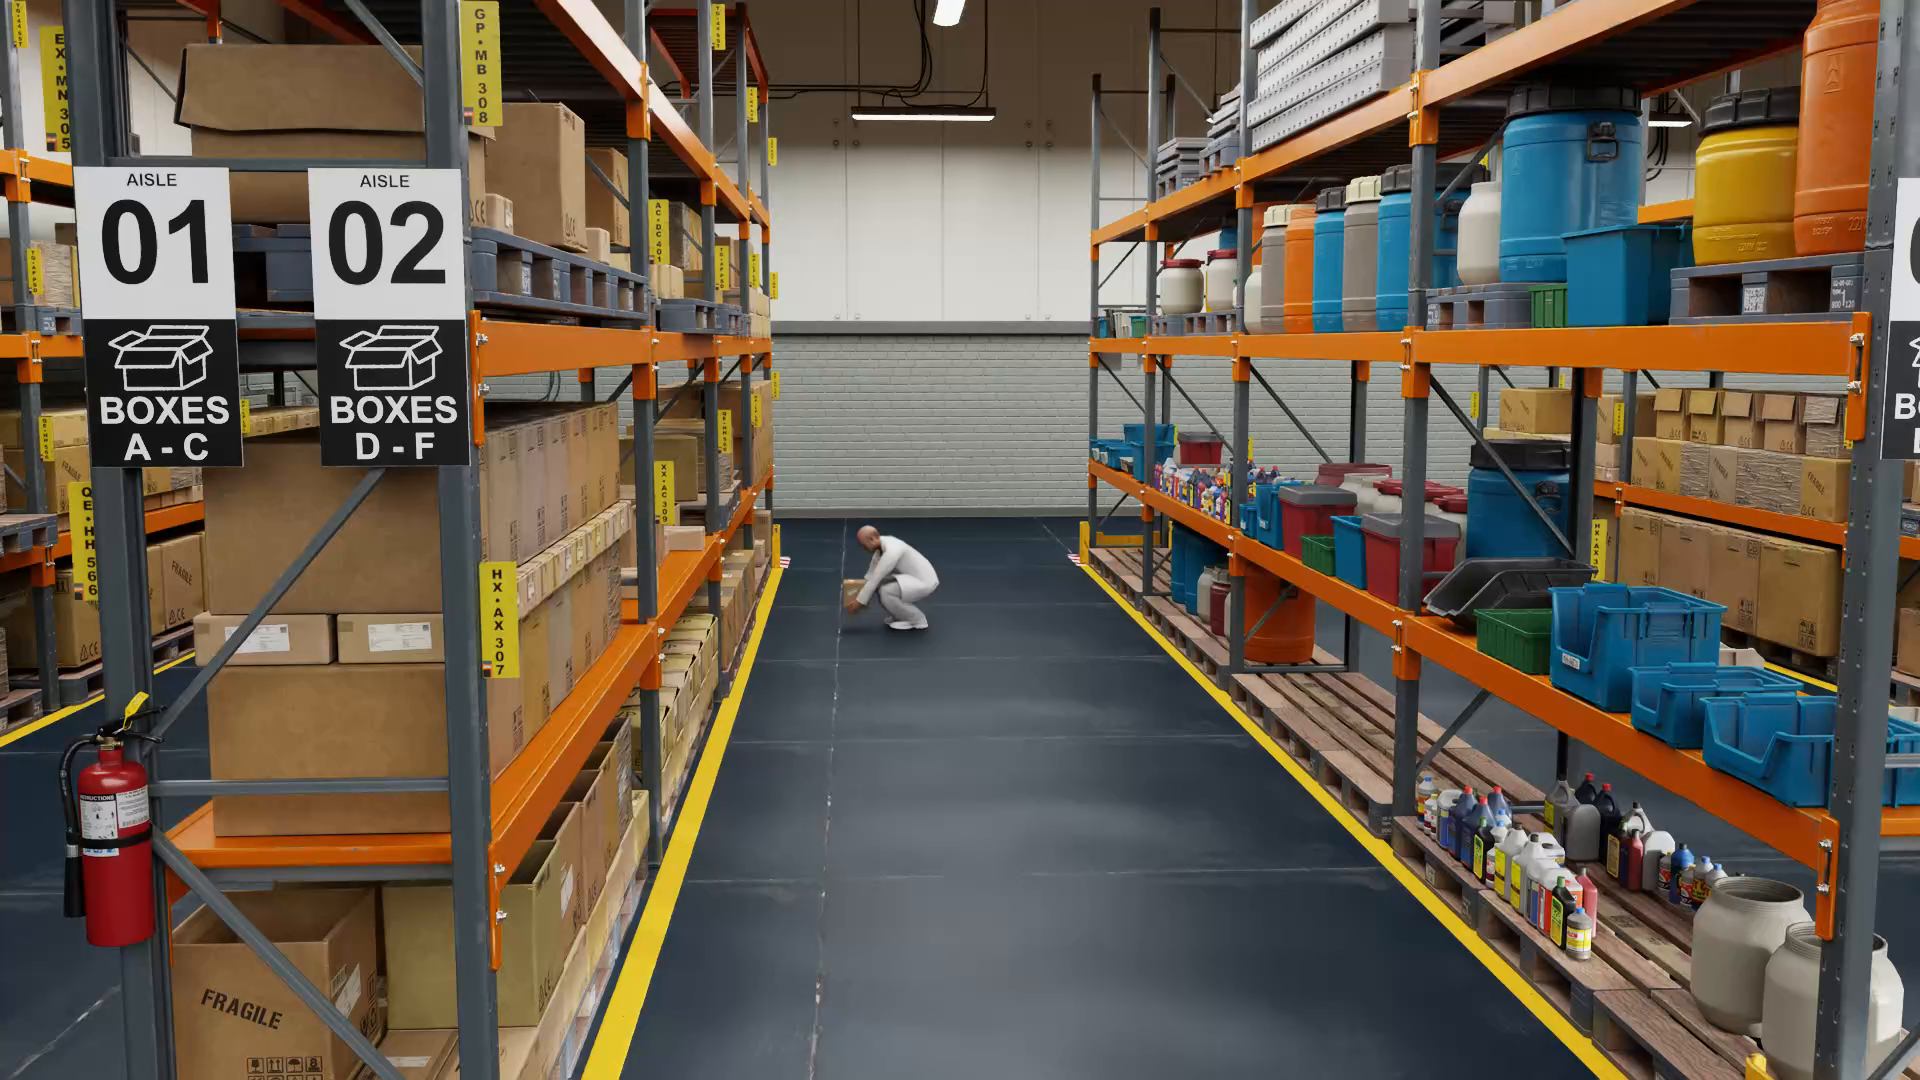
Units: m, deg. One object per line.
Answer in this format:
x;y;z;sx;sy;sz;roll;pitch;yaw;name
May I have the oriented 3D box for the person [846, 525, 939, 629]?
-0.657;0.359;16.145;0.909;0.993;0.582;-1;7;-5;person
